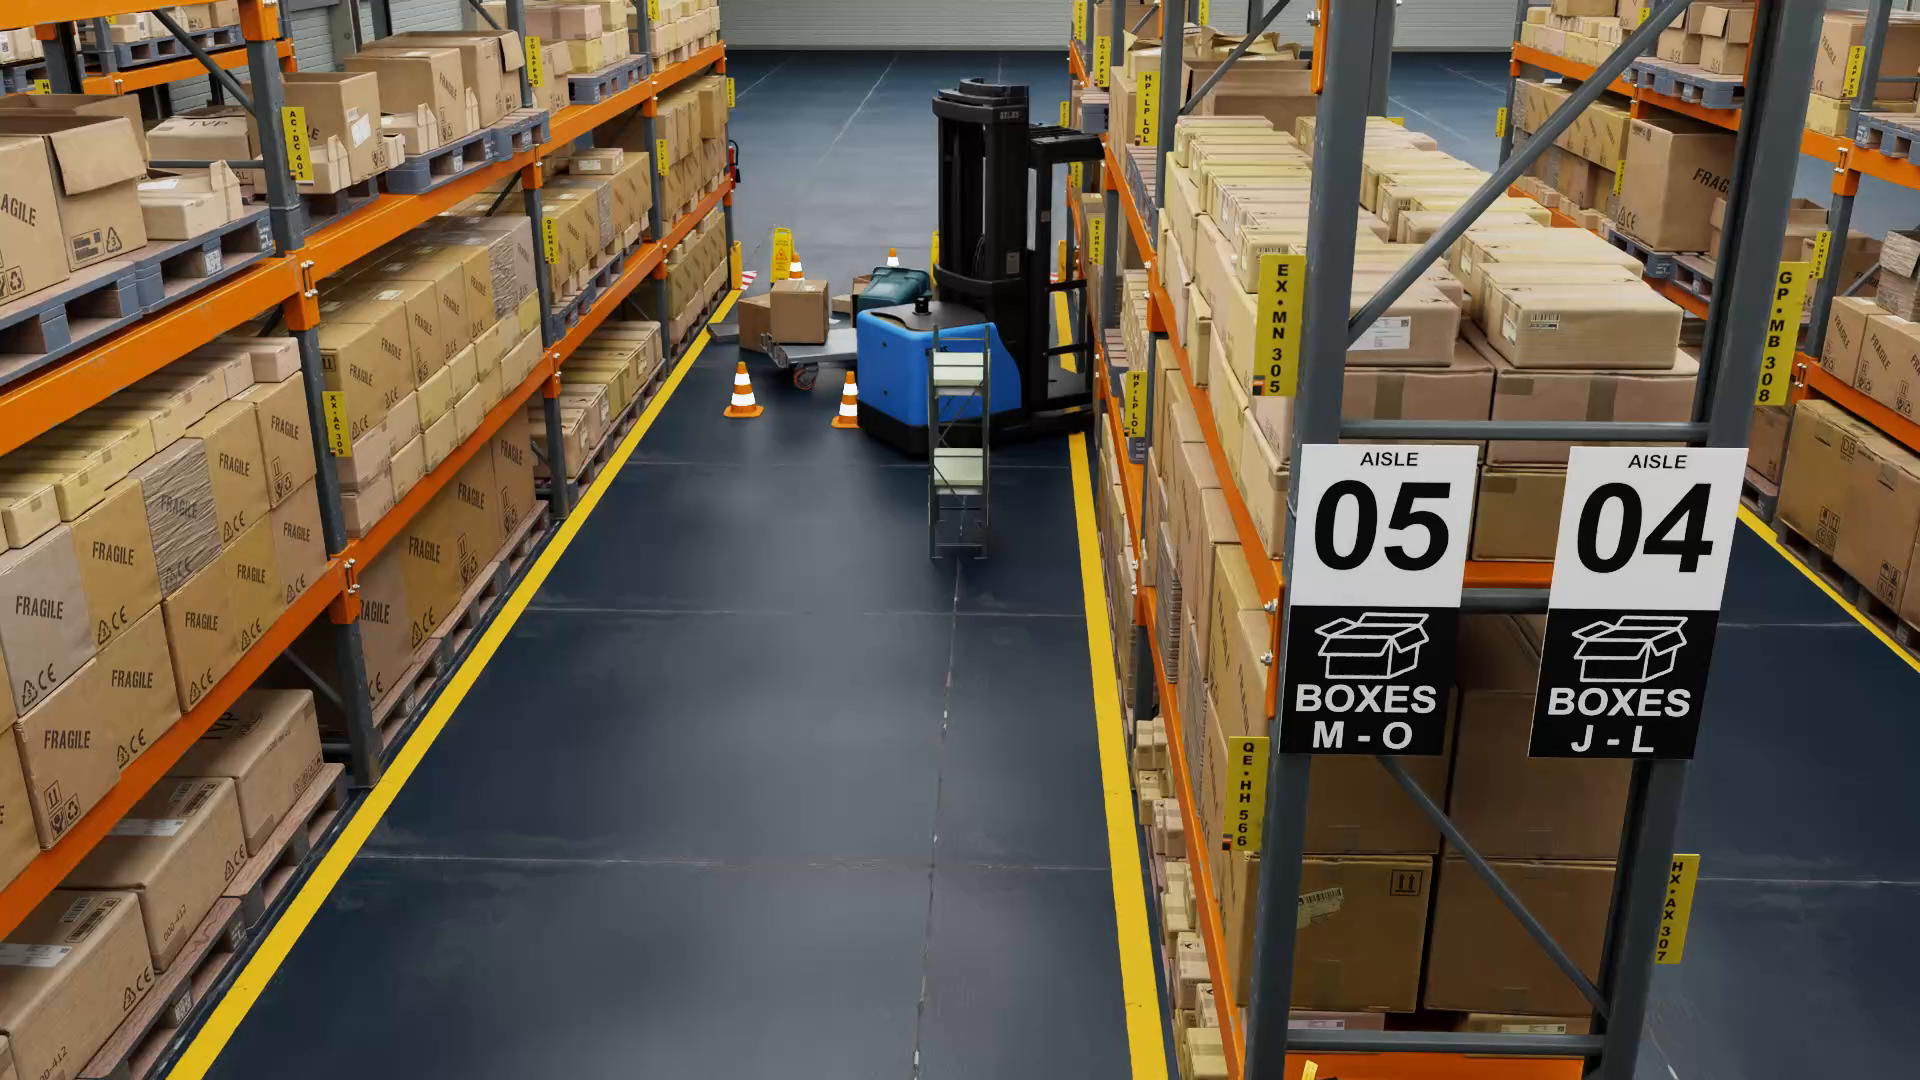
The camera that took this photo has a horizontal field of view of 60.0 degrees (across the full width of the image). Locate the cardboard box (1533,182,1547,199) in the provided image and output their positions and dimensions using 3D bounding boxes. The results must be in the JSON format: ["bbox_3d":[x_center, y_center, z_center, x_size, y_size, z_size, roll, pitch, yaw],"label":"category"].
[{"bbox_3d":[6.416,-3.773,17.952,0.380,0.149,0.250,1,21,2],"label":"cardboard box"}]

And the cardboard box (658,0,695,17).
[{"bbox_3d":[-2.919,-5.433,16.983,0.380,0.149,0.250,1,21,3],"label":"cardboard box"}]

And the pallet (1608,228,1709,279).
[{"bbox_3d":[6.424,-2.541,14.696,1.003,0.211,1.213,1,21,2],"label":"pallet"}]

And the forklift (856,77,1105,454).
[{"bbox_3d":[0.634,-2.435,14.253,3.031,2.935,1.130,-13,25,-29],"label":"forklift"}]

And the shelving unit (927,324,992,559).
[{"bbox_3d":[0.000,-0.702,11.764,0.431,1.500,0.755,1,21,2],"label":"shelving unit"}]

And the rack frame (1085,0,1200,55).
[{"bbox_3d":[1.638,-5.793,14.519,1.000,3.000,0.127,1,21,2],"label":"rack frame"}]

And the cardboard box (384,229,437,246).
[{"bbox_3d":[-3.699,-1.726,10.809,0.500,0.500,0.500,1,21,2],"label":"cardboard box"}]

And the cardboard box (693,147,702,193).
[{"bbox_3d":[-3.005,-3.902,17.388,0.500,0.500,0.500,1,21,2],"label":"cardboard box"}]

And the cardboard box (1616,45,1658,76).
[{"bbox_3d":[6.346,-4.401,15.286,0.500,0.250,0.500,1,21,4],"label":"cardboard box"}]

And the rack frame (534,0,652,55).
[{"bbox_3d":[-3.313,-5.811,14.566,1.000,3.000,0.127,1,21,2],"label":"rack frame"}]

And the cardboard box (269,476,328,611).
[{"bbox_3d":[-3.315,0.002,7.738,0.500,0.500,0.500,1,21,2],"label":"cardboard box"}]

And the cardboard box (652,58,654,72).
[{"bbox_3d":[-3.056,-4.407,15.440,0.380,0.149,0.250,0,21,1],"label":"cardboard box"}]

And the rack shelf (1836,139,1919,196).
[{"bbox_3d":[6.410,-1.799,9.366,1.077,0.370,4.000,1,21,2],"label":"rack shelf"}]

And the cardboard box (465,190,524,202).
[{"bbox_3d":[-3.680,-2.486,13.159,0.500,0.500,0.500,-1,21,-2],"label":"cardboard box"}]

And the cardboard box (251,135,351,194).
[{"bbox_3d":[-3.191,-1.830,8.058,0.396,0.266,0.258,0,21,1],"label":"cardboard box"}]

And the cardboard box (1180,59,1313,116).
[{"bbox_3d":[1.573,-2.303,8.948,0.797,0.503,0.637,0,21,1],"label":"cardboard box"}]

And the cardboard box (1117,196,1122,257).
[{"bbox_3d":[1.554,-2.408,12.568,0.700,0.500,0.500,0,21,1],"label":"cardboard box"}]

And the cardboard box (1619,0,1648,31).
[{"bbox_3d":[6.351,-4.888,15.091,0.500,0.500,0.500,0,21,0],"label":"cardboard box"}]

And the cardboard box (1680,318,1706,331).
[{"bbox_3d":[6.552,-1.723,15.171,0.700,0.500,0.500,-1,21,-3],"label":"cardboard box"}]

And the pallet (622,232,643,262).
[{"bbox_3d":[-3.481,-2.650,14.977,1.003,0.211,1.213,1,21,2],"label":"pallet"}]

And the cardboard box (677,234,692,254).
[{"bbox_3d":[-2.947,-3.021,16.955,0.380,0.149,0.250,1,21,4],"label":"cardboard box"}]

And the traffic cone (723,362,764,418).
[{"bbox_3d":[-1.951,-1.368,14.914,0.336,0.463,0.334,1,21,2],"label":"traffic cone"}]

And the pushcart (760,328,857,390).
[{"bbox_3d":[-1.032,-1.785,16.107,1.648,0.377,0.936,-7,22,-17],"label":"pushcart"}]

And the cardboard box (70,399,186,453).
[{"bbox_3d":[-3.343,-0.455,6.638,0.380,0.149,0.250,0,21,1],"label":"cardboard box"}]

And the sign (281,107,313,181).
[{"bbox_3d":[-3.001,-1.793,7.531,0.100,0.325,0.005,1,21,2],"label":"sign"}]

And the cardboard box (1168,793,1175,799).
[{"bbox_3d":[1.174,1.199,7.741,0.380,0.149,0.250,1,21,1],"label":"cardboard box"}]

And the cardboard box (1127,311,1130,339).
[{"bbox_3d":[1.290,-1.400,10.847,0.380,0.149,0.250,0,21,0],"label":"cardboard box"}]

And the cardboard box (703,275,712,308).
[{"bbox_3d":[-2.981,-2.703,18.068,0.500,0.250,0.500,0,21,0],"label":"cardboard box"}]

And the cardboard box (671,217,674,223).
[{"bbox_3d":[-3.049,-3.196,16.466,0.380,0.149,0.250,1,21,1],"label":"cardboard box"}]

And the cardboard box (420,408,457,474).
[{"bbox_3d":[-3.233,-0.580,9.585,0.500,0.250,0.500,0,21,1],"label":"cardboard box"}]

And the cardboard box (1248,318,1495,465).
[{"bbox_3d":[1.033,-0.388,4.253,0.500,0.250,0.500,0,21,0],"label":"cardboard box"}]

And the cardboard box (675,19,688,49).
[{"bbox_3d":[-2.991,-5.005,16.431,0.500,0.250,0.500,1,21,2],"label":"cardboard box"}]

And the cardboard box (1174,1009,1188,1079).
[{"bbox_3d":[1.021,1.912,6.315,0.380,0.149,0.250,0,21,-1],"label":"cardboard box"}]

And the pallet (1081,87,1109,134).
[{"bbox_3d":[1.483,-3.094,11.970,1.213,0.211,1.003,2,21,4],"label":"pallet"}]

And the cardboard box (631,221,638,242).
[{"bbox_3d":[-3.050,-2.715,14.646,0.380,0.149,0.250,0,21,1],"label":"cardboard box"}]

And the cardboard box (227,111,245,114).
[{"bbox_3d":[-7.910,-4.685,18.511,0.380,0.149,0.250,1,21,3],"label":"cardboard box"}]

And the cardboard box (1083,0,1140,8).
[{"bbox_3d":[1.396,-4.887,15.407,0.500,0.250,0.500,0,21,1],"label":"cardboard box"}]

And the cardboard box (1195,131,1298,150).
[{"bbox_3d":[1.151,-1.559,6.720,0.380,0.149,0.250,0,21,1],"label":"cardboard box"}]

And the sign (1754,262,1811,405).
[{"bbox_3d":[1.815,-0.458,3.706,0.100,0.325,0.005,1,21,2],"label":"sign"}]

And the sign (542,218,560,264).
[{"bbox_3d":[-2.880,-2.103,11.701,0.100,0.325,0.005,1,21,2],"label":"sign"}]

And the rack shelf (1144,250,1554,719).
[{"bbox_3d":[1.334,-0.444,5.874,1.077,0.370,4.000,1,21,2],"label":"rack shelf"}]

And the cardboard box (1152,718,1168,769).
[{"bbox_3d":[1.110,0.973,7.912,0.380,0.149,0.250,2,21,4],"label":"cardboard box"}]

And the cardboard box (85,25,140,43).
[{"bbox_3d":[-7.957,-4.750,15.606,0.380,0.149,0.250,1,21,3],"label":"cardboard box"}]

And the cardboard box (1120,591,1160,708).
[{"bbox_3d":[1.165,0.595,9.223,0.500,0.500,0.500,0,21,1],"label":"cardboard box"}]

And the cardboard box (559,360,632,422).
[{"bbox_3d":[-3.364,-1.284,14.243,0.950,0.372,0.625,1,21,3],"label":"cardboard box"}]

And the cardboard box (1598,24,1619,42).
[{"bbox_3d":[6.317,-4.828,15.834,0.380,0.149,0.250,0,21,0],"label":"cardboard box"}]

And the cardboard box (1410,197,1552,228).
[{"bbox_3d":[1.631,-0.985,5.240,0.380,0.149,0.250,1,21,3],"label":"cardboard box"}]

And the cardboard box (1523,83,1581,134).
[{"bbox_3d":[6.403,-4.626,17.874,0.500,0.500,0.500,1,21,2],"label":"cardboard box"}]

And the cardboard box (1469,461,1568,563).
[{"bbox_3d":[1.542,-0.146,4.318,0.500,0.250,0.500,1,21,4],"label":"cardboard box"}]

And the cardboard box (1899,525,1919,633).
[{"bbox_3d":[6.375,0.227,9.653,1.225,0.875,0.875,0,21,0],"label":"cardboard box"}]

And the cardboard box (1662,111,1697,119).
[{"bbox_3d":[6.860,-3.717,15.529,0.500,0.500,0.500,1,21,2],"label":"cardboard box"}]

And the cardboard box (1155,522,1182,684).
[{"bbox_3d":[1.069,0.248,6.694,0.500,0.500,0.500,0,21,0],"label":"cardboard box"}]

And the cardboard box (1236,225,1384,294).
[{"bbox_3d":[1.002,-0.806,4.778,0.380,0.149,0.250,1,21,2],"label":"cardboard box"}]

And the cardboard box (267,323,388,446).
[{"bbox_3d":[-3.255,-0.790,8.399,0.500,0.500,0.500,1,21,2],"label":"cardboard box"}]

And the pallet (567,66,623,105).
[{"bbox_3d":[-3.467,-3.728,13.603,1.213,0.211,1.003,1,21,2],"label":"pallet"}]
